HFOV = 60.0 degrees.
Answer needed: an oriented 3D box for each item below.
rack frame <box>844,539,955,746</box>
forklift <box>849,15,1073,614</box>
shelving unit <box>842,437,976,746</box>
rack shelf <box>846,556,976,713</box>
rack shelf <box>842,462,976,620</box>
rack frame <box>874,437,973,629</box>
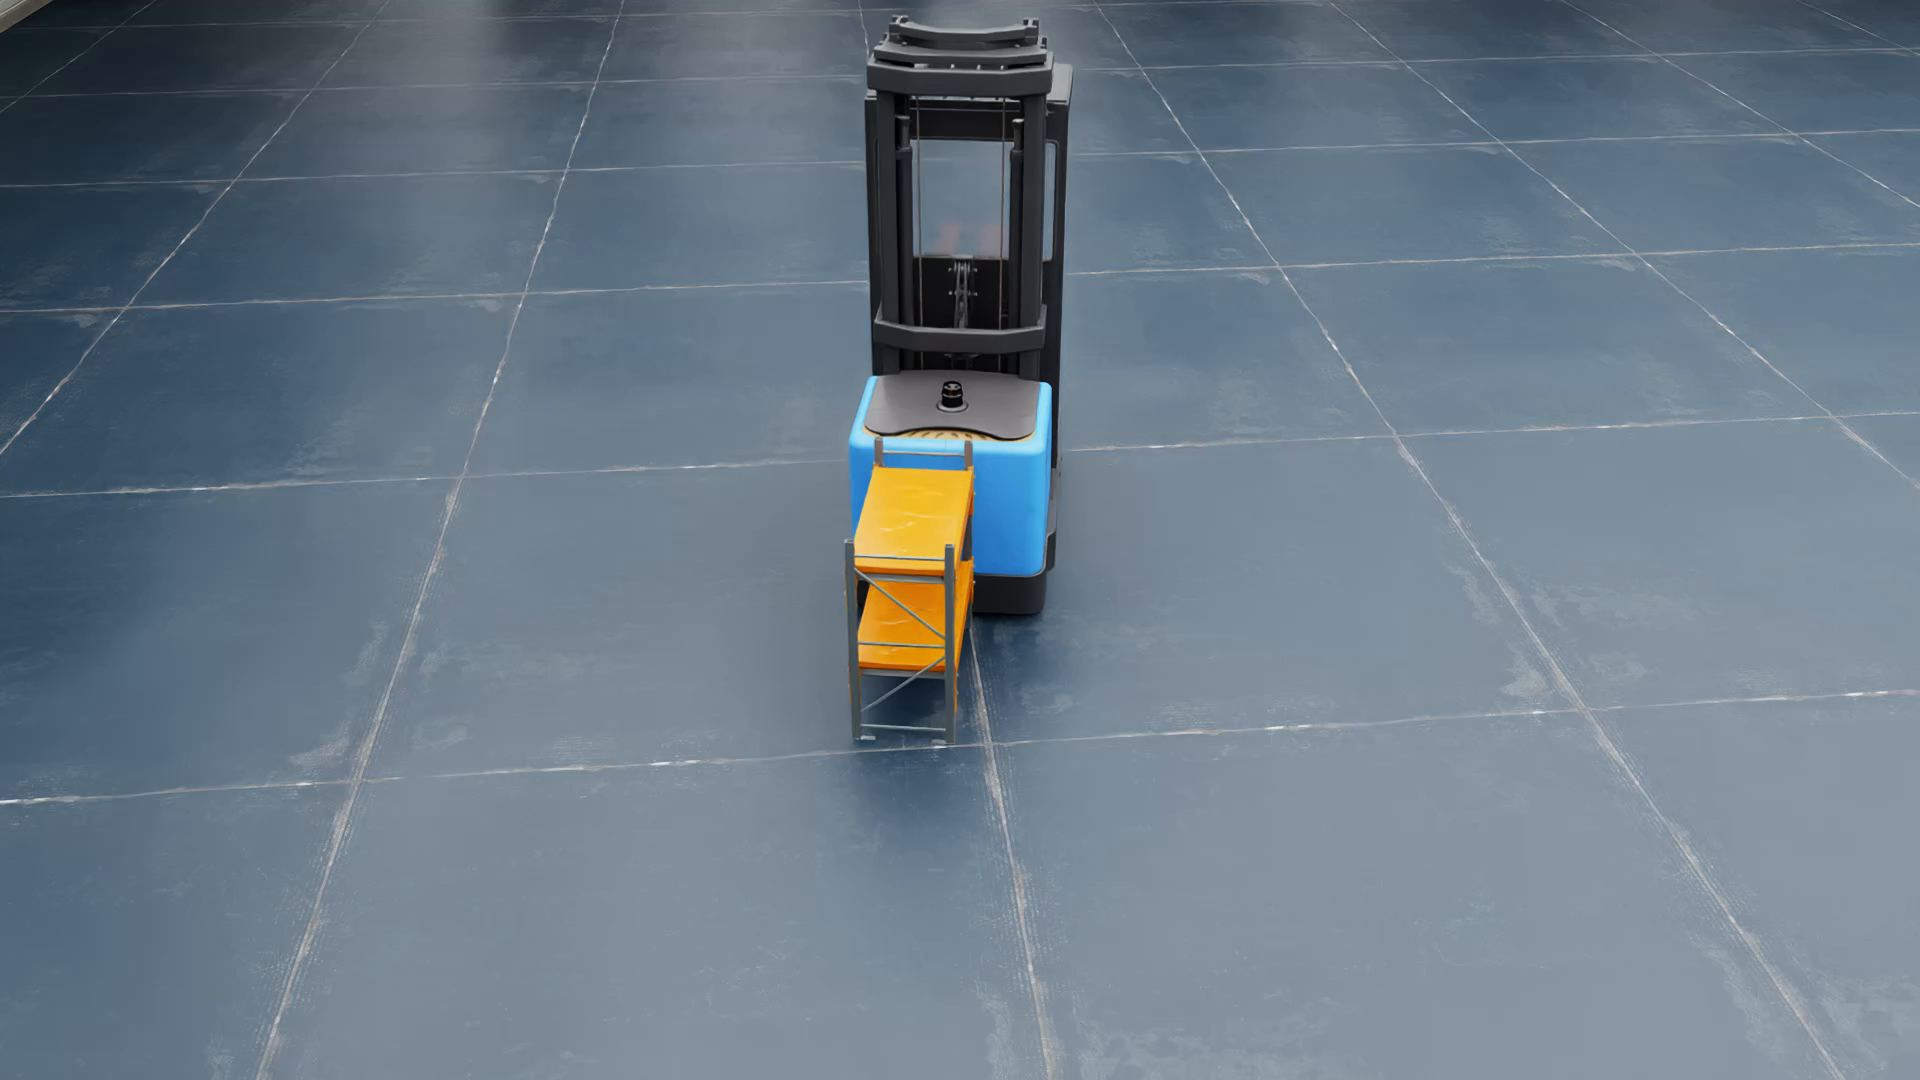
[{"bbox_3d":[-0.275,0.497,7.821,0.500,1.125,0.032,3,31,4],"label":"rack frame"},{"bbox_3d":[0.058,-1.589,9.552,1.130,2.935,3.031,3,31,4],"label":"forklift"},{"bbox_3d":[-0.230,0.237,8.256,0.538,1.125,1.048,3,31,4],"label":"shelving unit"},{"bbox_3d":[-0.230,0.447,8.381,0.538,0.278,1.000,3,31,4],"label":"rack shelf"},{"bbox_3d":[-0.230,-0.014,8.106,0.538,0.278,1.000,3,31,4],"label":"rack shelf"},{"bbox_3d":[-0.185,-0.023,8.691,0.500,1.125,0.032,3,31,4],"label":"rack frame"}]
